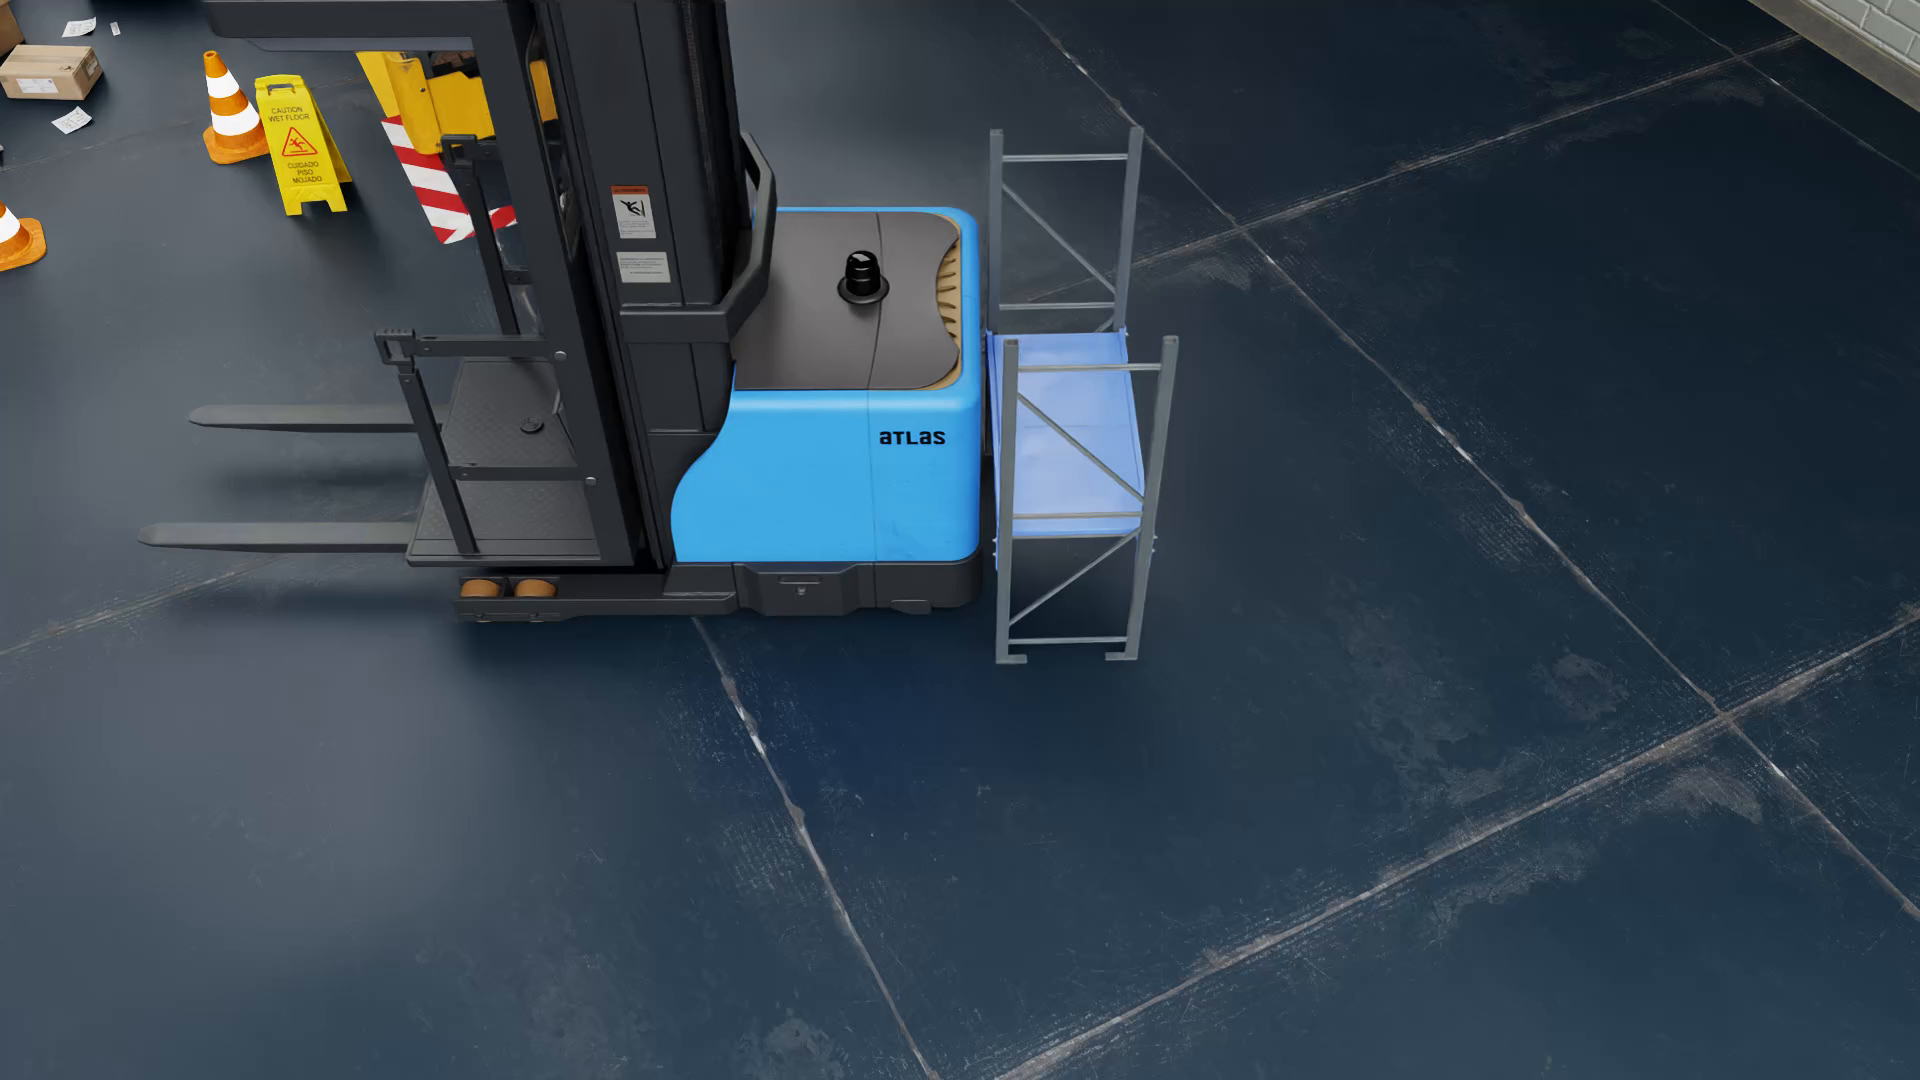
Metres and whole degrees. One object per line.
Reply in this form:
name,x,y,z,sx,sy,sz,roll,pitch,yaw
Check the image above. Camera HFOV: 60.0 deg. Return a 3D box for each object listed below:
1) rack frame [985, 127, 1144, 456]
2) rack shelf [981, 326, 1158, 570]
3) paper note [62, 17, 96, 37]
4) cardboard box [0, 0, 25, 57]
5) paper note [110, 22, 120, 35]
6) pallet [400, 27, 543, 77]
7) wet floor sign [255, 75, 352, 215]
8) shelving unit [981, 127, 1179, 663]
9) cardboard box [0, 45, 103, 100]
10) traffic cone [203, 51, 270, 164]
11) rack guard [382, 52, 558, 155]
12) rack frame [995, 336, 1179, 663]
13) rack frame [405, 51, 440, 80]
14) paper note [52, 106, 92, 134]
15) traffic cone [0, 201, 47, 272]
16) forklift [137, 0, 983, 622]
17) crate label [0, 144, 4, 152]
rack frame,0.348,-0.840,5.989,0.500,1.500,0.032,-1,49,-1
rack shelf,0.362,-0.339,5.789,0.538,0.185,1.000,-1,49,-1
paper note,-4.525,-2.637,8.544,0.148,0.019,0.142,-5,49,-5
cardboard box,-5.122,-2.533,8.131,0.637,0.503,0.797,18,51,15
paper note,-4.339,-2.626,8.540,0.032,0.001,0.123,-21,52,-18
pallet,-2.442,-2.740,8.506,1.003,0.211,1.213,-21,52,-18
wet floor sign,-2.932,-1.781,7.379,0.267,0.644,0.232,-5,49,-5
shelving unit,0.362,-0.458,5.654,0.538,1.500,1.048,-1,49,-1
cardboard box,-4.463,-2.294,8.157,0.380,0.149,0.250,2,49,2
traffic cone,-3.411,-2.060,7.744,0.336,0.463,0.334,-21,52,-18
rack guard,-2.102,-2.279,7.911,1.175,0.500,0.348,-21,52,-18
rack frame,0.376,-0.075,5.320,0.500,1.500,0.032,-1,49,-1
rack frame,-2.067,-3.051,6.926,1.000,3.000,0.127,-21,52,-18
paper note,-4.270,-2.021,7.997,0.142,0.019,0.148,35,57,27
traffic cone,-4.242,-1.450,7.211,0.336,0.463,0.334,-21,52,-18
forklift,-1.436,-1.069,5.238,3.031,2.935,1.130,0,49,0
crate label,-4.657,-1.847,7.775,0.298,0.136,0.250,26,54,21
